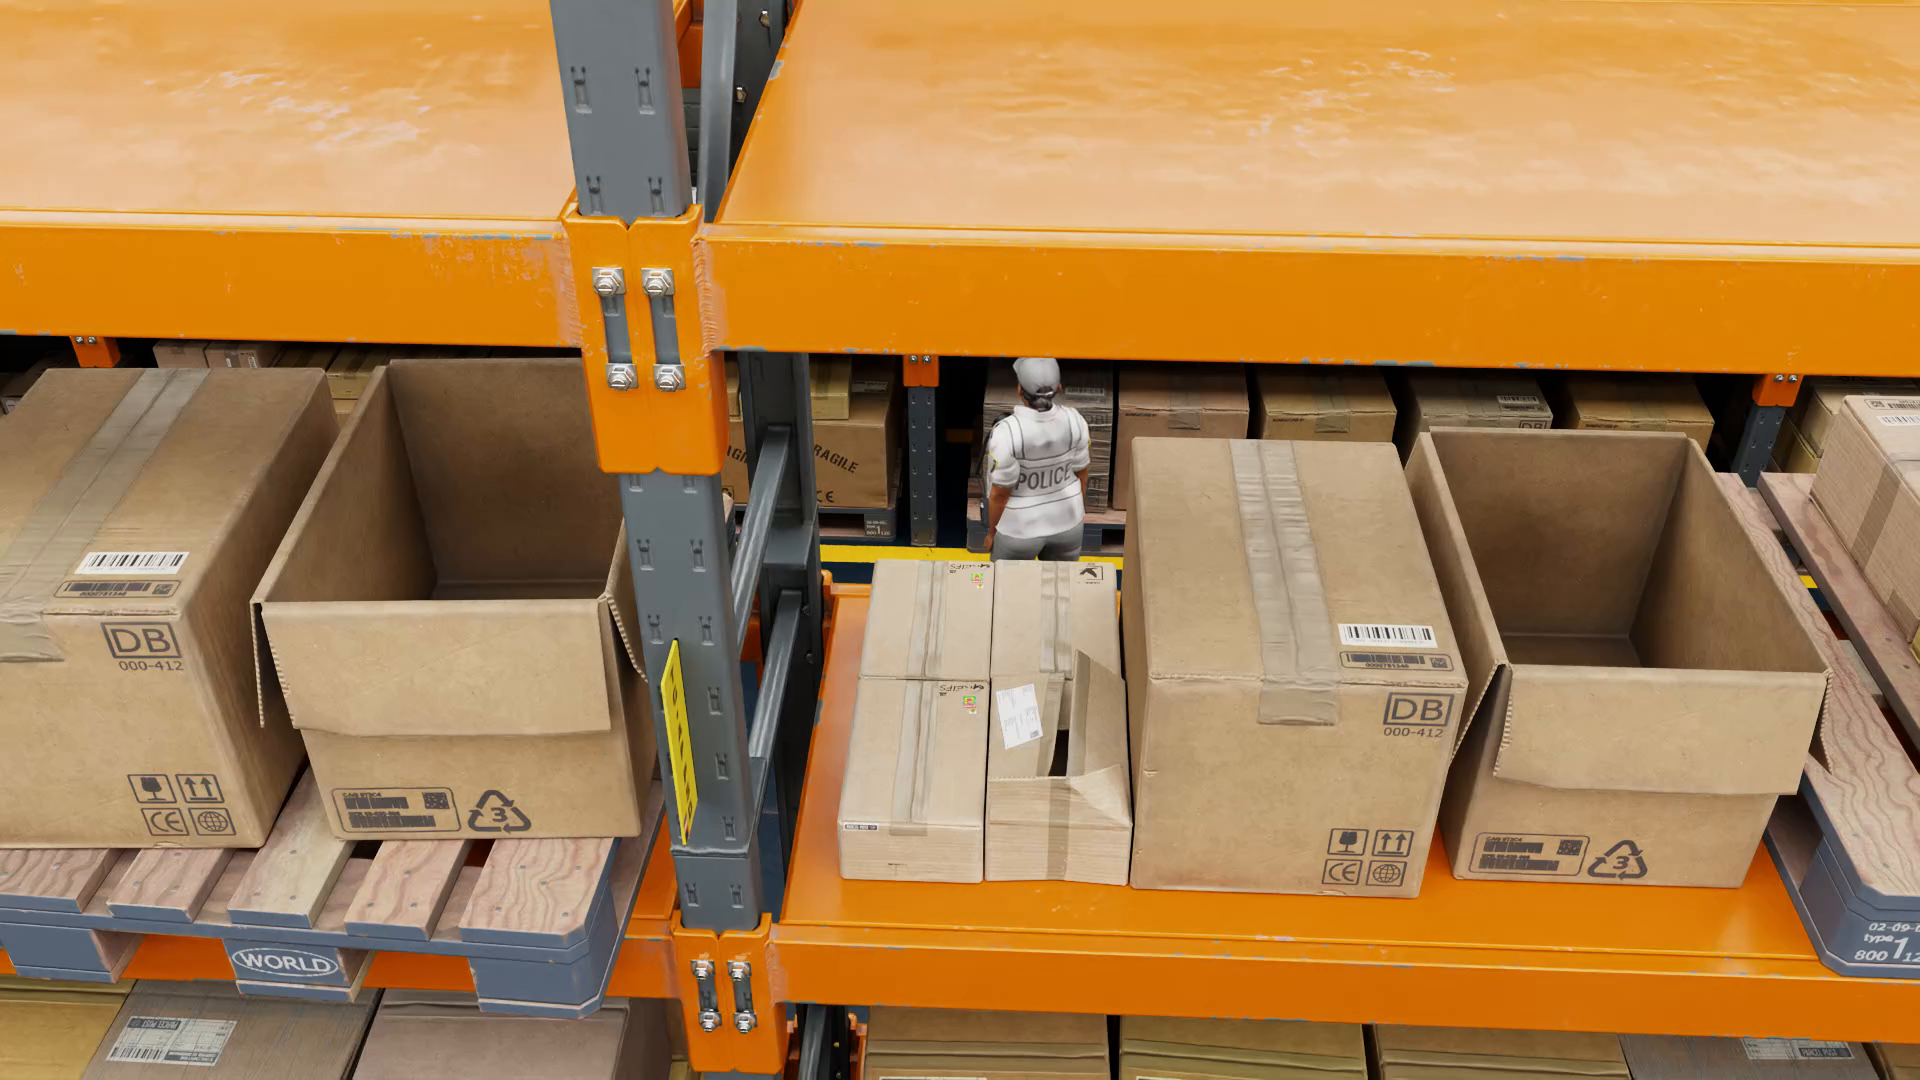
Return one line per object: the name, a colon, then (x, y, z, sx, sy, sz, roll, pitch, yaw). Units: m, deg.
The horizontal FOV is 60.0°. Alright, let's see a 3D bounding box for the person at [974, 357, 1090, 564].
person: (0.322, -0.080, 7.223, 0.484, 1.669, 0.389, -13, 38, -17)
